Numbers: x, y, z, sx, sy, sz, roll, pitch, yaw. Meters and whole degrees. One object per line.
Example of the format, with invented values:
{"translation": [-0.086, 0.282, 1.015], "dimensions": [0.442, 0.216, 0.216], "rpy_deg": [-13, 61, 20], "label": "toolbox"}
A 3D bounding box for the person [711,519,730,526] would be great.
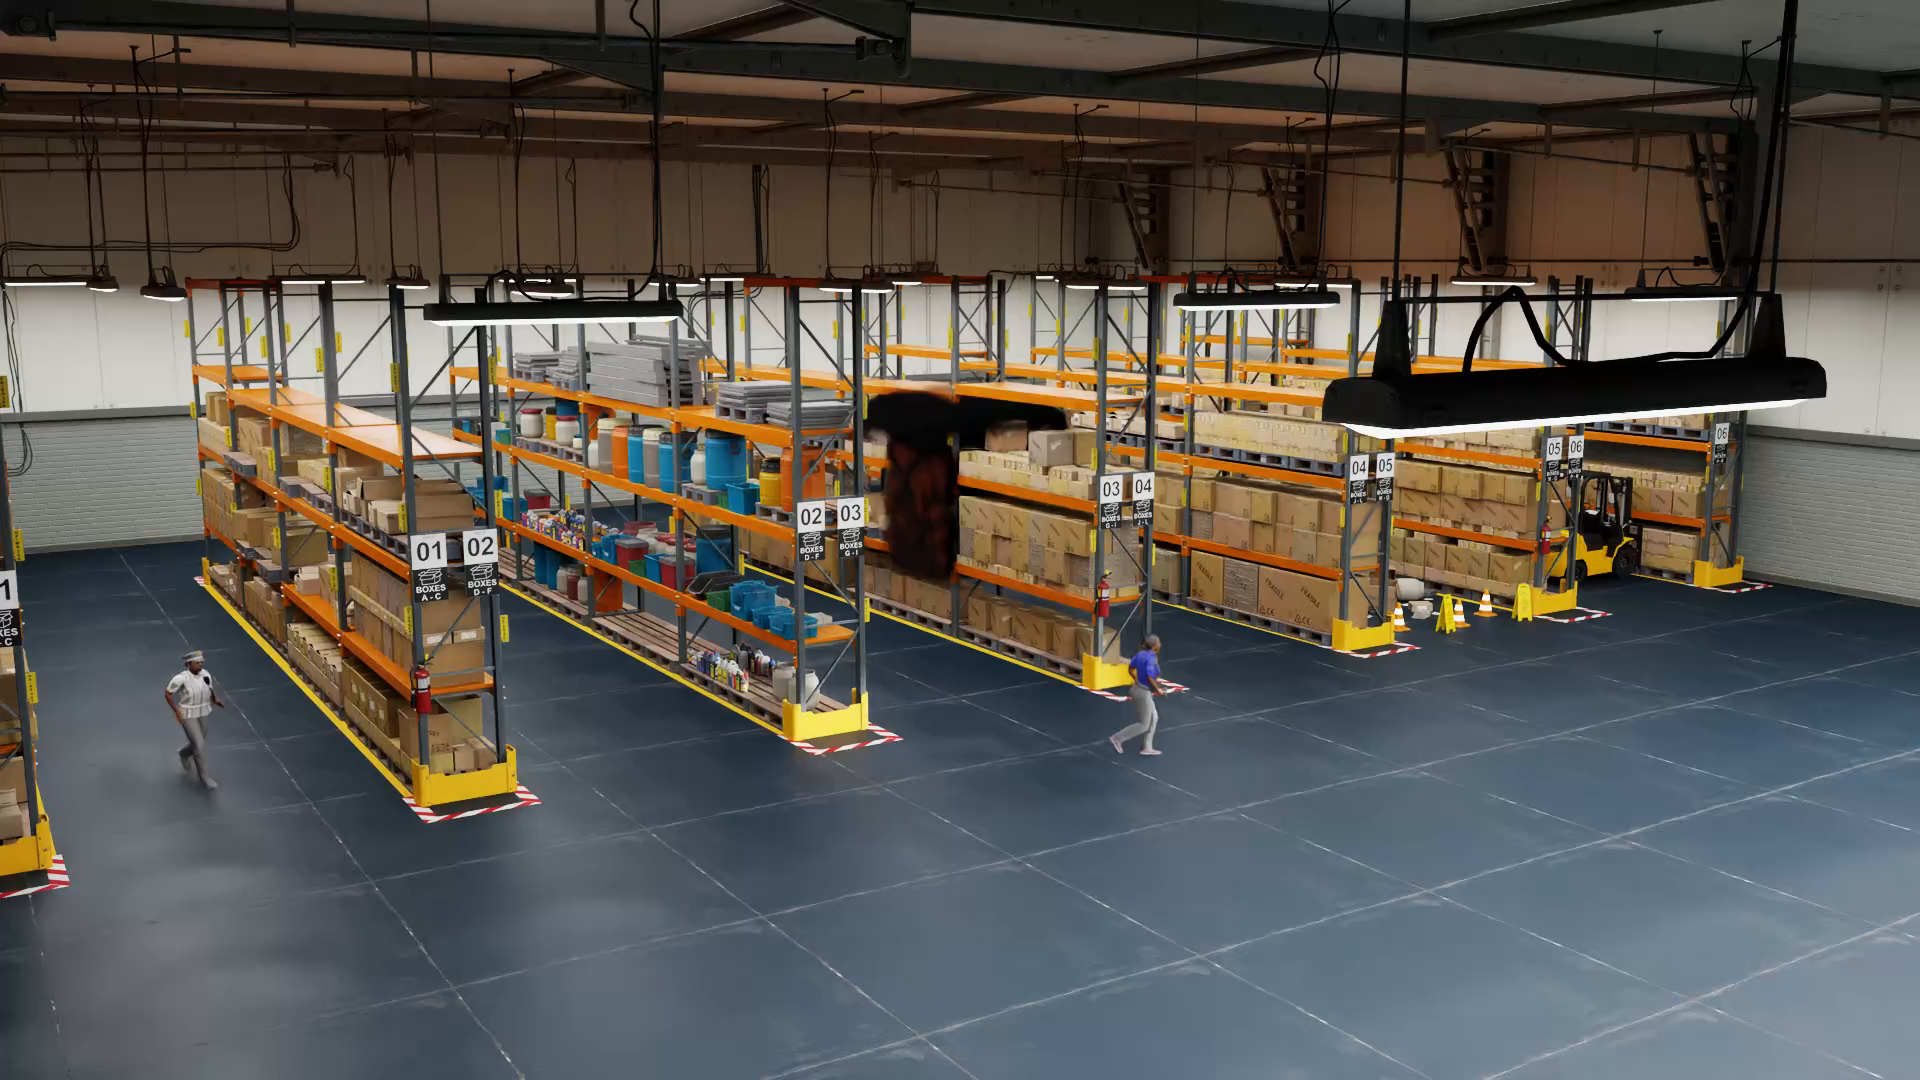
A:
{"translation": [-4.828, 0.015, 33.355], "dimensions": [0.836, 1.515, 0.581], "rpy_deg": [9, 13, 44], "label": "person"}

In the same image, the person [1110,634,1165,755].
{"translation": [2.261, 2.012, 21.324], "dimensions": [0.730, 1.595, 0.574], "rpy_deg": [-2, 10, -10], "label": "person"}

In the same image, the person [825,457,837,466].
{"translation": [-3.158, -1.243, 40.171], "dimensions": [0.696, 1.803, 0.684], "rpy_deg": [-3, 10, -15], "label": "person"}

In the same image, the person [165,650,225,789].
{"translation": [-9.367, 2.154, 20.275], "dimensions": [0.856, 1.699, 0.554], "rpy_deg": [6, 11, 31], "label": "person"}
